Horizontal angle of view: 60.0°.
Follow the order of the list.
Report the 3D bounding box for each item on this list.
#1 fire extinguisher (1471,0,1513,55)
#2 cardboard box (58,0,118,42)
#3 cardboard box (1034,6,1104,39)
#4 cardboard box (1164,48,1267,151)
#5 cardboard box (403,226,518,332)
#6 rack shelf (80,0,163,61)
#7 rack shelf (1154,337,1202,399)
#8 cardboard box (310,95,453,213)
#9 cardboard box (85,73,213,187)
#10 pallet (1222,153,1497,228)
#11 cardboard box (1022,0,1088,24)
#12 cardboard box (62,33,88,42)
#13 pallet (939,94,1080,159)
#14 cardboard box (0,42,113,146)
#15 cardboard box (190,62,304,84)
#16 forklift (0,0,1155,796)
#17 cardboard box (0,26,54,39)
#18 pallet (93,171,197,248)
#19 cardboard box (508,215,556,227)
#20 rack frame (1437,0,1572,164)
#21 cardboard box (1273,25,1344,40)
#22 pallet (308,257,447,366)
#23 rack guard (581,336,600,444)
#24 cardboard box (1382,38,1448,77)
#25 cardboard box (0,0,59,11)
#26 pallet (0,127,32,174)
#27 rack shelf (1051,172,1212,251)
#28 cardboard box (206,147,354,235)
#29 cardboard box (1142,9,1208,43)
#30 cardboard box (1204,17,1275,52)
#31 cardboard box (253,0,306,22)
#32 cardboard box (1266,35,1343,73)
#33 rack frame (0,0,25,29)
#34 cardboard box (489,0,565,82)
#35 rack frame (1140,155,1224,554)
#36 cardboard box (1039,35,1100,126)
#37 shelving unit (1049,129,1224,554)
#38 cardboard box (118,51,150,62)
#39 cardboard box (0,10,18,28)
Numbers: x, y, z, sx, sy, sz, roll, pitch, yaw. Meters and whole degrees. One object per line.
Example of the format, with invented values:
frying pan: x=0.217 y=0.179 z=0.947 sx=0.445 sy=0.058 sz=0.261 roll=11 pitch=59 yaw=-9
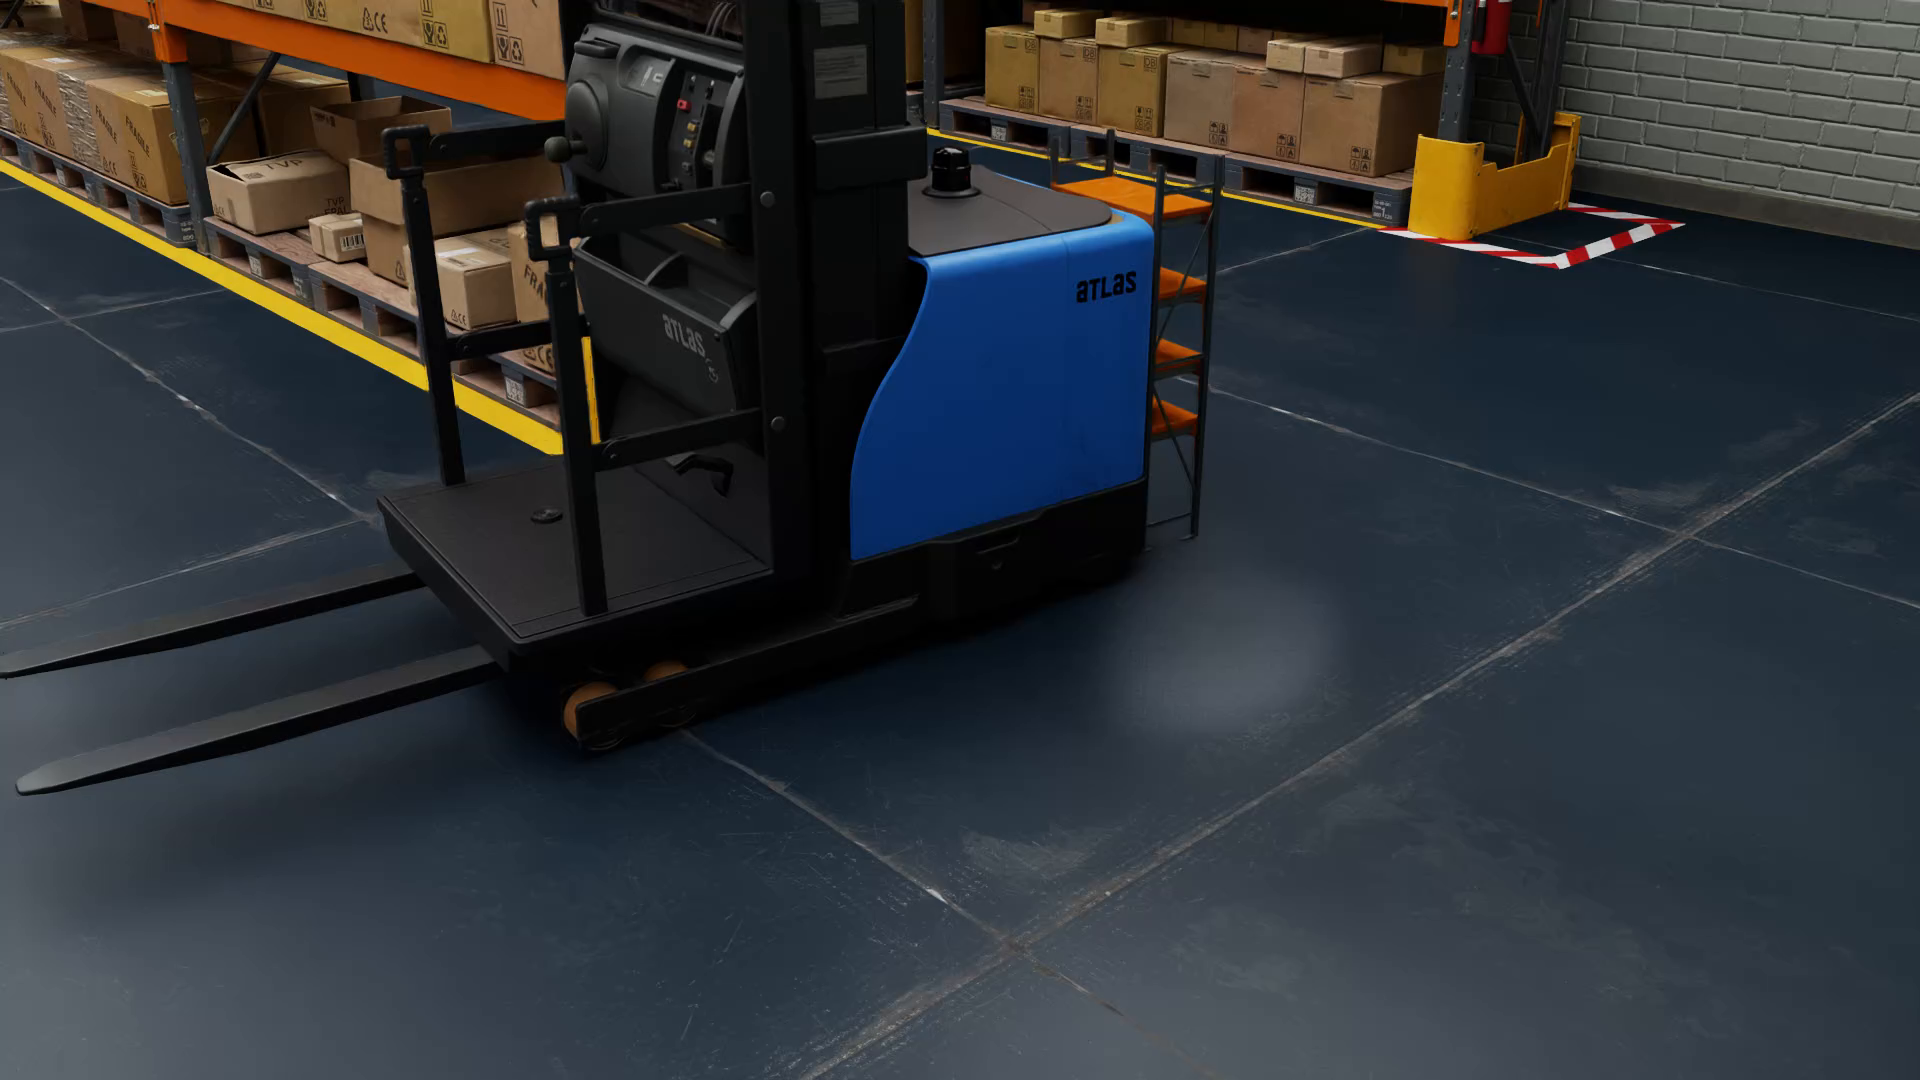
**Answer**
fire extinguisher: x=2.654 y=-2.755 z=8.218 sx=0.296 sy=0.674 sz=0.183 roll=-21 pitch=32 yaw=-38
cardboard box: x=-5.341 y=-3.325 z=10.504 sx=0.500 sy=0.250 sz=0.500 roll=-20 pitch=31 yaw=-37
cardboard box: x=0.691 y=-3.286 z=10.564 sx=0.380 sy=0.149 sz=0.250 roll=-20 pitch=31 yaw=-37
cardboard box: x=1.650 y=-2.678 z=10.012 sx=0.500 sy=0.500 sz=0.700 roll=23 pitch=33 yaw=40
cardboard box: x=-1.904 y=-1.071 z=6.766 sx=0.500 sy=0.250 sz=0.500 roll=-21 pitch=32 yaw=-38
rack shelf: x=-4.826 y=-3.221 z=9.563 sx=1.077 sy=0.370 sz=4.000 roll=-21 pitch=32 yaw=-38
rack shelf: x=0.514 y=-0.554 z=5.179 sx=0.258 sy=0.148 sz=0.480 roll=-16 pitch=29 yaw=-31
cardboard box: x=-2.863 y=-1.913 z=8.311 sx=0.500 sy=0.500 sz=0.500 roll=-21 pitch=32 yaw=-38
cardboard box: x=-4.337 y=-2.225 z=8.996 sx=0.500 sy=0.500 sz=0.500 roll=-21 pitch=32 yaw=-38
pallet: x=2.285 y=-2.088 z=9.573 sx=1.003 sy=0.211 sz=1.213 roll=-21 pitch=32 yaw=-38
cardboard box: x=0.636 y=-3.542 z=11.125 sx=0.380 sy=0.149 sz=0.250 roll=-21 pitch=32 yaw=-39
cardboard box: x=-5.383 y=-3.000 z=10.694 sx=0.500 sy=0.500 sz=0.500 roll=-20 pitch=31 yaw=-37
pallet: x=0.617 y=-2.827 z=11.193 sx=1.003 sy=0.211 sz=1.213 roll=-21 pitch=32 yaw=-38
cardboard box: x=-5.390 y=-2.688 z=10.009 sx=0.500 sy=0.500 sz=0.500 roll=-22 pitch=32 yaw=-39
cardboard box: x=-3.985 y=-2.379 z=9.333 sx=0.500 sy=0.500 sz=0.500 roll=-21 pitch=32 yaw=-38
forklift: x=-0.943 y=-1.063 z=4.048 sx=3.031 sy=2.935 sz=1.130 roll=-16 pitch=29 yaw=-31
cardboard box: x=-6.091 y=-2.998 z=10.689 sx=0.500 sy=0.500 sz=0.500 roll=-20 pitch=31 yaw=-36
pallet: x=-4.043 y=-1.909 z=9.181 sx=1.003 sy=0.211 sz=1.213 roll=-21 pitch=32 yaw=-38
cardboard box: x=-1.573 y=-1.228 z=7.110 sx=0.500 sy=0.250 sz=0.500 roll=-21 pitch=32 yaw=-38
rack frame: x=2.888 y=-3.137 z=8.512 sx=1.000 sy=3.000 sz=0.127 roll=-21 pitch=32 yaw=-38
cardboard box: x=2.051 y=-2.917 z=9.755 sx=0.380 sy=0.149 sz=0.250 roll=-21 pitch=32 yaw=-38
pallet: x=-2.152 y=-1.095 z=7.397 sx=1.003 sy=0.211 sz=1.213 roll=-21 pitch=32 yaw=-38
rack guard: x=-0.777 y=-0.616 z=5.998 sx=1.175 sy=0.500 sz=0.348 roll=-21 pitch=32 yaw=-38
cardboard box: x=2.568 y=-2.688 z=9.253 sx=0.380 sy=0.149 sz=0.250 roll=-21 pitch=32 yaw=-38
cardboard box: x=-6.702 y=-3.748 z=11.983 sx=0.500 sy=0.311 sz=0.500 roll=-22 pitch=33 yaw=-40
pallet: x=-5.710 y=-2.648 z=10.801 sx=1.003 sy=0.211 sz=1.213 roll=-21 pitch=32 yaw=-38
rack shelf: x=0.515 y=-0.973 z=4.989 sx=0.258 sy=0.148 sz=0.480 roll=-16 pitch=29 yaw=-31
cardboard box: x=-3.330 y=-1.730 z=8.139 sx=0.500 sy=0.311 sz=0.500 roll=-21 pitch=32 yaw=-38
cardboard box: x=1.351 y=-3.227 z=10.433 sx=0.380 sy=0.149 sz=0.250 roll=-21 pitch=32 yaw=-38
cardboard box: x=1.700 y=-3.072 z=10.094 sx=0.380 sy=0.149 sz=0.250 roll=-21 pitch=32 yaw=-38
cardboard box: x=-2.617 y=-2.450 z=6.885 sx=0.500 sy=0.500 sz=0.500 roll=-21 pitch=32 yaw=-39
cardboard box: x=1.941 y=-2.734 z=9.353 sx=0.380 sy=0.149 sz=0.250 roll=-20 pitch=31 yaw=-37
rack frame: x=-6.193 y=-4.154 z=10.742 sx=1.000 sy=3.000 sz=0.127 roll=-21 pitch=32 yaw=-38
cardboard box: x=-1.230 y=-1.834 z=5.536 sx=0.500 sy=0.500 sz=0.500 roll=-20 pitch=31 yaw=-37
rack frame: x=0.653 y=-0.532 z=4.968 sx=0.240 sy=1.200 sz=0.015 roll=-16 pitch=29 yaw=-31
cardboard box: x=0.932 y=-2.994 z=10.704 sx=0.700 sy=0.500 sz=0.500 roll=-22 pitch=32 yaw=-39
shelving unit: x=0.514 y=-0.615 z=5.151 sx=0.258 sy=1.200 sz=0.503 roll=-16 pitch=29 yaw=-31
cardboard box: x=-4.666 y=-2.686 z=10.006 sx=0.500 sy=0.500 sz=0.500 roll=22 pitch=33 yaw=40
cardboard box: x=-6.731 y=-3.438 z=11.304 sx=0.500 sy=0.311 sz=0.500 roll=-20 pitch=31 yaw=-37
